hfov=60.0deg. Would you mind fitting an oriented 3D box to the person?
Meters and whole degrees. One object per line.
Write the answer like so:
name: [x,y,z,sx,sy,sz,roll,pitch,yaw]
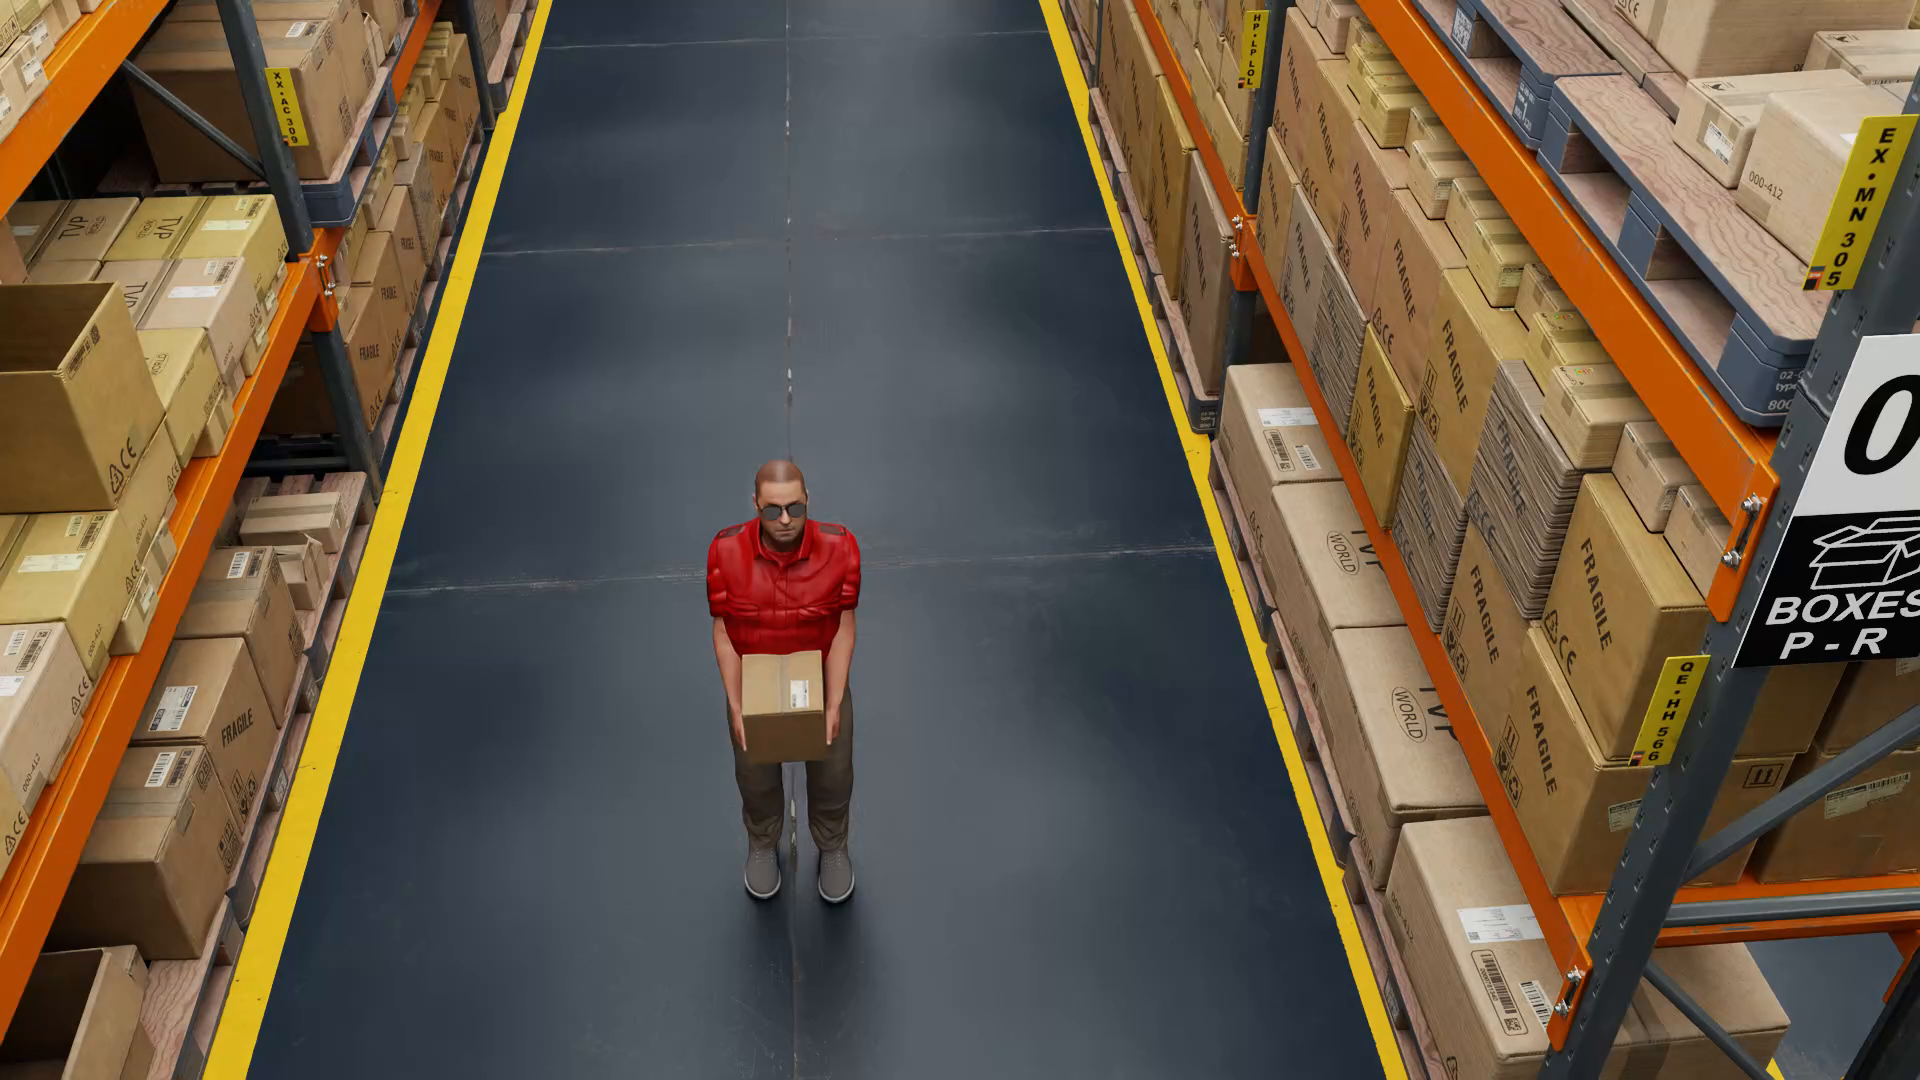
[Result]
person: [-0.552,0.545,5.500,0.494,1.713,0.536,-3,39,-4]
